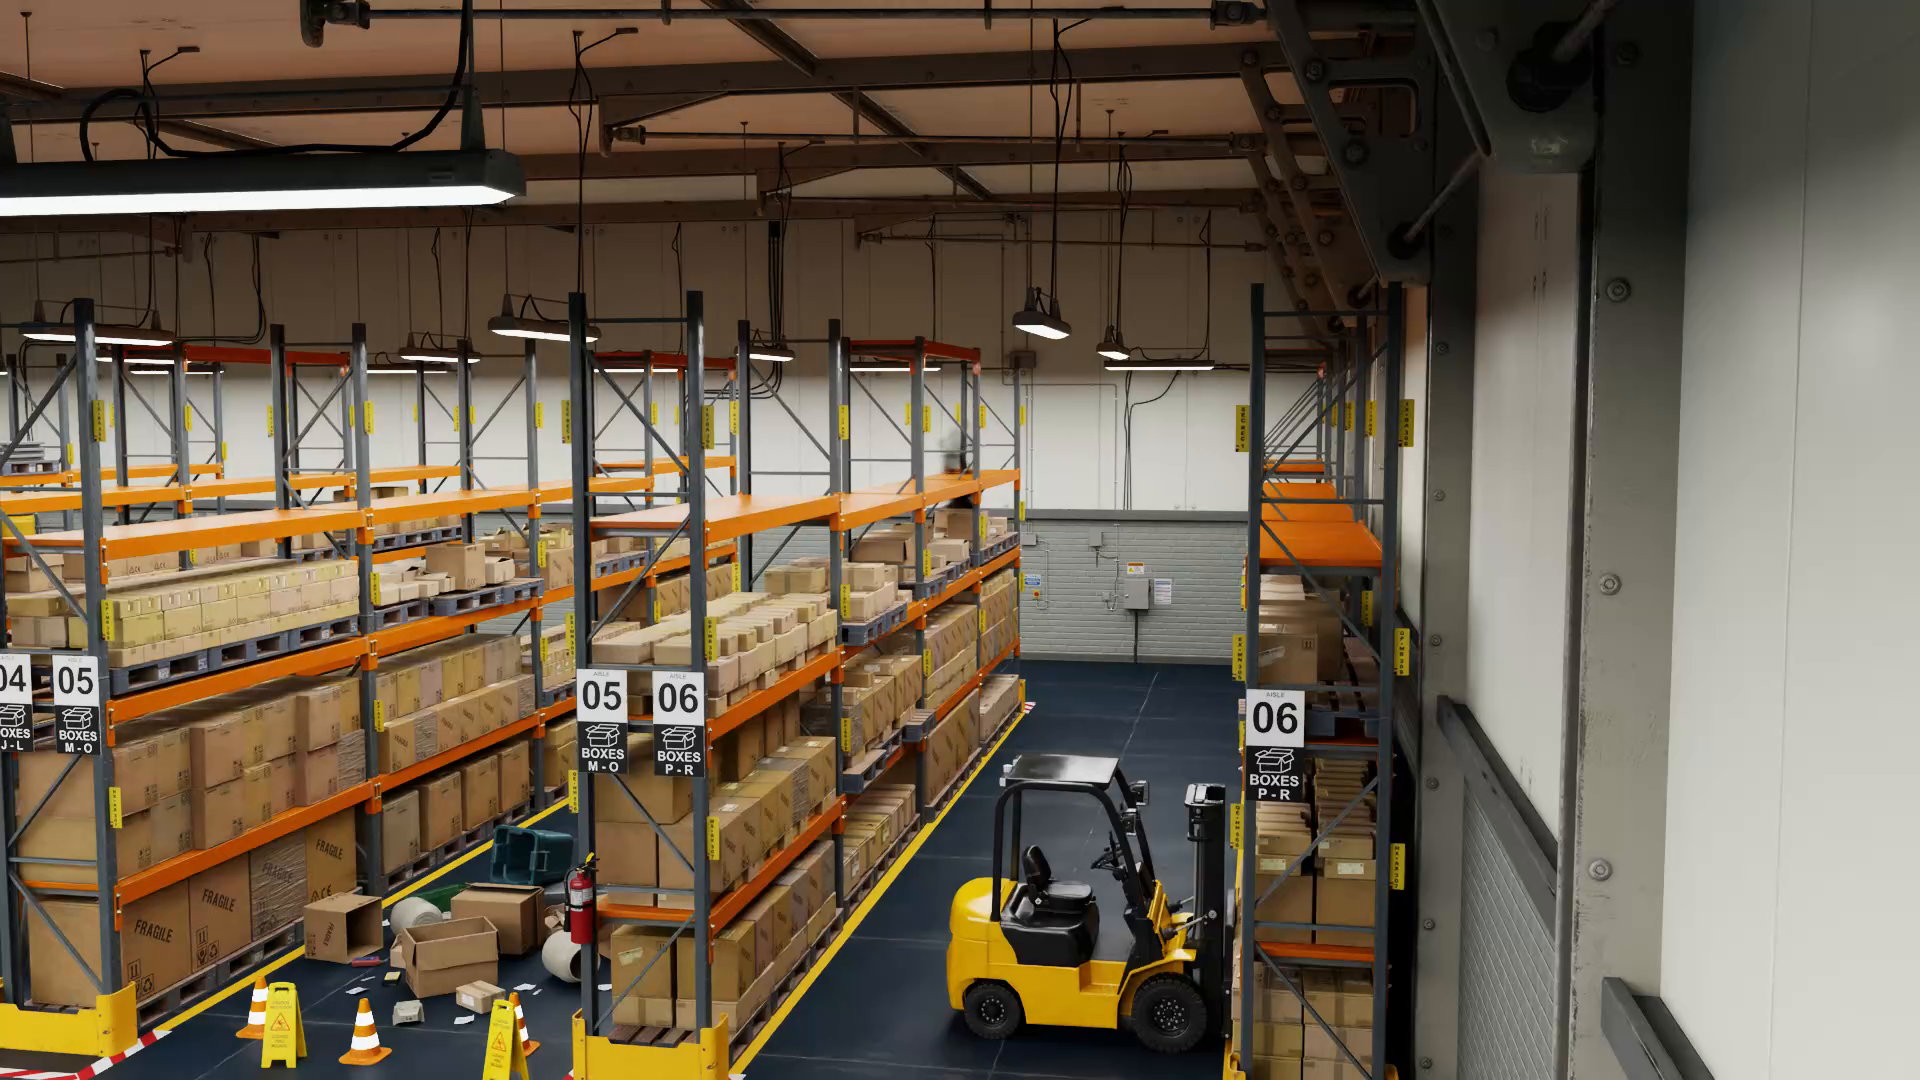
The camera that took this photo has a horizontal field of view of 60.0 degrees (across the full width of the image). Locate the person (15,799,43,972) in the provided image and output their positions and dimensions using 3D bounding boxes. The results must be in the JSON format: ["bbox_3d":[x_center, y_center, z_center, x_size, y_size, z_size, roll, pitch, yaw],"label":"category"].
[{"bbox_3d":[-8.541,3.154,15.280,0.557,1.643,0.960,0,5,6],"label":"person"}]
